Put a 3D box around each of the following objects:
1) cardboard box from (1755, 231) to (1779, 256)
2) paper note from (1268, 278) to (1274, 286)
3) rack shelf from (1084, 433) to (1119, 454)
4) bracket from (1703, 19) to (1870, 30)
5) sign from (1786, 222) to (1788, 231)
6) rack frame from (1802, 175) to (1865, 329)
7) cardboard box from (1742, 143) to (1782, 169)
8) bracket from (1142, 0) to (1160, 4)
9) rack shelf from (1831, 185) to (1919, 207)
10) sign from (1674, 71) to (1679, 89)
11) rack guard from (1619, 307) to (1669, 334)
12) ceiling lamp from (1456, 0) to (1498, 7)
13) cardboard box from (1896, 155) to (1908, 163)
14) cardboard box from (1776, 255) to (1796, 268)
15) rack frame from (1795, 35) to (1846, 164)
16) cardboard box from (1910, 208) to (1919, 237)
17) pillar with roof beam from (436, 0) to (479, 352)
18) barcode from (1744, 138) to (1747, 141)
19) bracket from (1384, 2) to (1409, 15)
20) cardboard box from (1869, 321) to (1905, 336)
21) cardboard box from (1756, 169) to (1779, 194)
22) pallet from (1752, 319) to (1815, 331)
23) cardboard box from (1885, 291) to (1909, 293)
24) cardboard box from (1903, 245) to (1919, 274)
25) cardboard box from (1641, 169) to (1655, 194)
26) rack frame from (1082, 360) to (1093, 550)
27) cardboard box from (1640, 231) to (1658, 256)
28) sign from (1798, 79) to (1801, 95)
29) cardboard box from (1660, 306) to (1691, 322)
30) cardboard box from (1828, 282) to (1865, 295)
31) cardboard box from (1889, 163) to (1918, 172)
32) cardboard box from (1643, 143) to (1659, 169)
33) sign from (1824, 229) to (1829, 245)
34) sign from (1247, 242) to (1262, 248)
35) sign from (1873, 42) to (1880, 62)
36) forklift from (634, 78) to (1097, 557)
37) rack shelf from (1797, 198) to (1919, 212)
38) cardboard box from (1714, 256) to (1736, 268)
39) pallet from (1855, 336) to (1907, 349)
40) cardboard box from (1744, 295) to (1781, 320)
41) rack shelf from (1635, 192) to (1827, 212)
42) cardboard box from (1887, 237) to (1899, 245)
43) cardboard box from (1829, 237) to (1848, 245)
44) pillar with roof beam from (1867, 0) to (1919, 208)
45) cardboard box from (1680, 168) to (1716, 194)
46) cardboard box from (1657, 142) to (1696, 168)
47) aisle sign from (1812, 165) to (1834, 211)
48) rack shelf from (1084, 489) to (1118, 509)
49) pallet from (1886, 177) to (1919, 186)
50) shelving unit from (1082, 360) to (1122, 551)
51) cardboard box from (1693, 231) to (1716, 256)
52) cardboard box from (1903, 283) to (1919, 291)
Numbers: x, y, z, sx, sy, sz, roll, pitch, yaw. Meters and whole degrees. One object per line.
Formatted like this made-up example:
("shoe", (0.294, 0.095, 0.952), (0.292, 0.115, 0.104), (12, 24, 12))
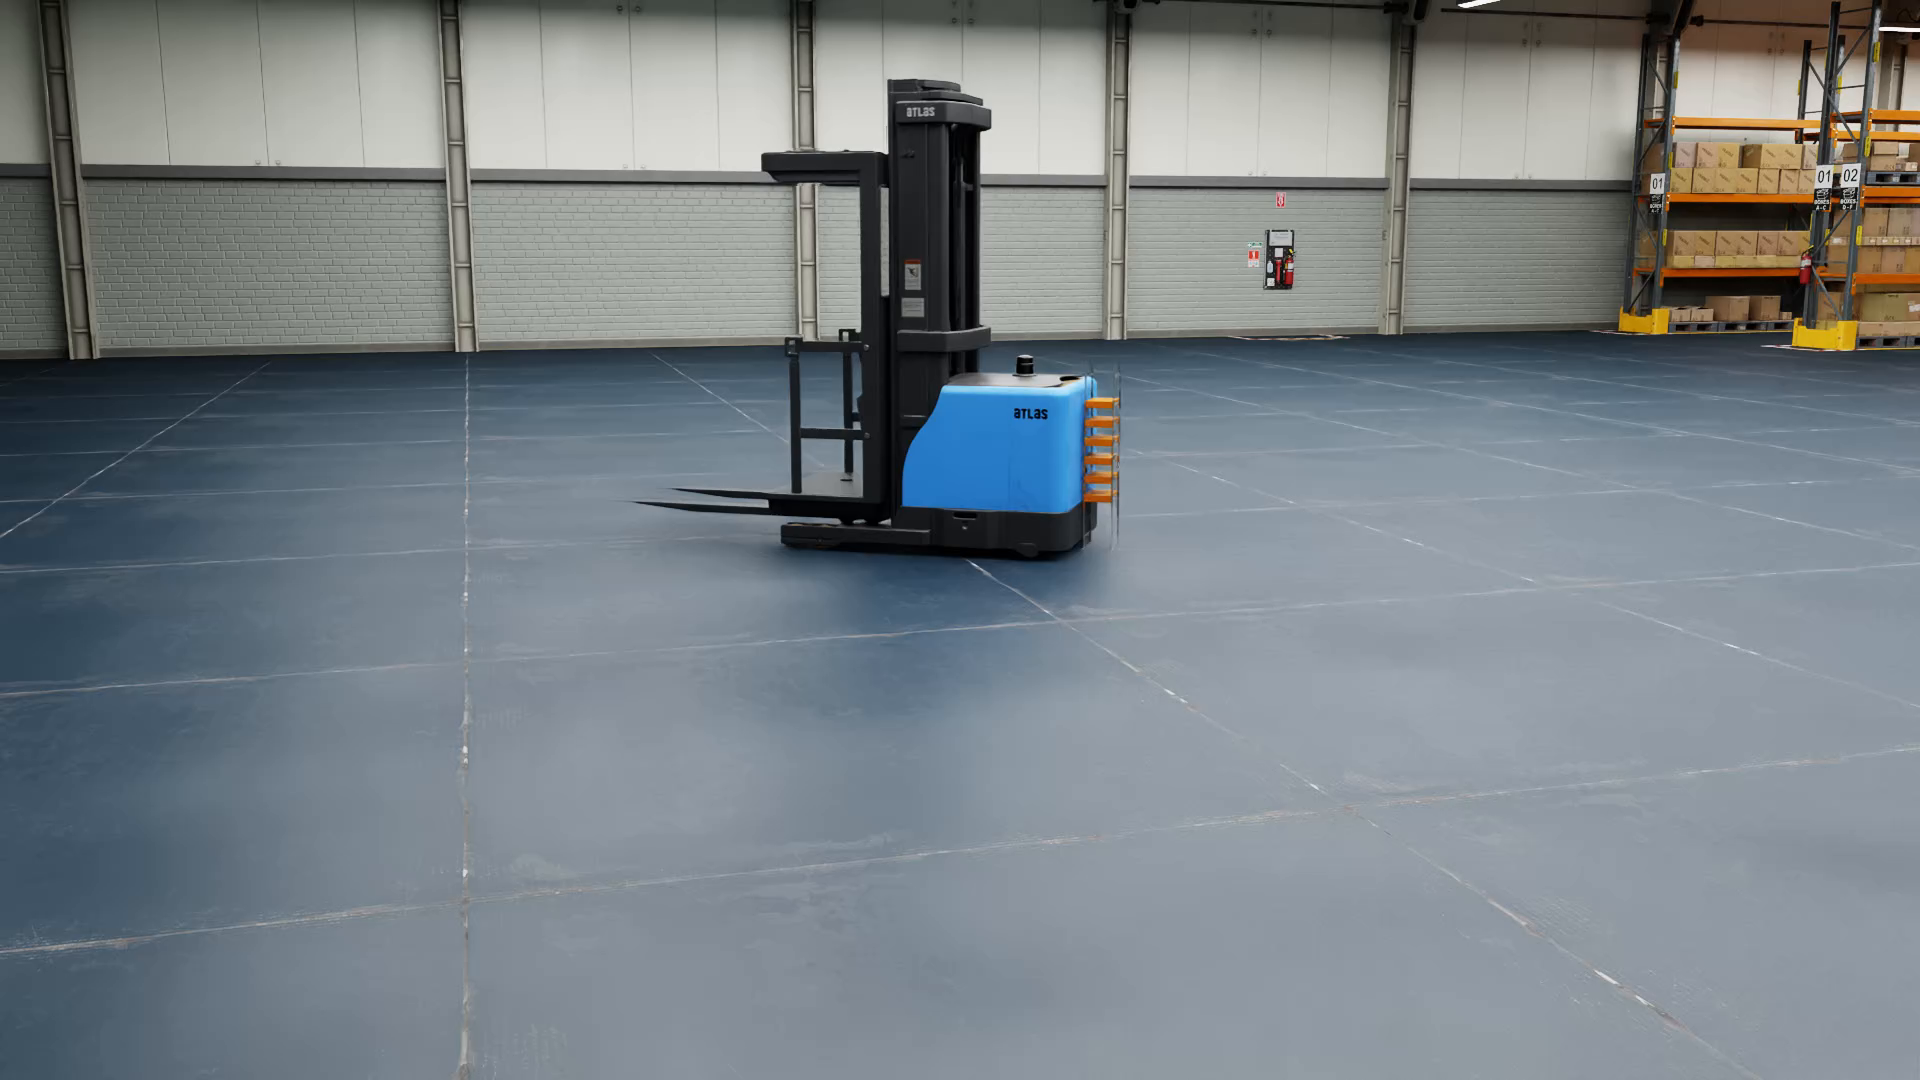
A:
("cardboard box", (16.578, -6.159, 34.505), (0.500, 0.500, 0.500), (-3, 11, -18))
("paper note", (6.166, -5.113, 32.967), (0.142, 0.148, 0.016), (-3, 11, -16))
("rack shelf", (0.912, -0.616, 10.663), (0.180, 0.103, 0.258), (3, 11, 16))
("bracket", (17.471, -10.775, 34.781), (4.783, 0.066, 0.076), (-3, 11, -16))
("sign", (17.751, -6.647, 35.672), (0.005, 0.325, 0.100), (-3, 11, -16))
("rack frame", (15.457, -4.918, 29.477), (0.127, 3.000, 1.000), (-3, 11, -16))
("cardboard box", (16.483, -7.877, 34.173), (0.500, 0.500, 0.500), (-3, 11, -18))
("bracket", (3.475, -10.038, 30.774), (0.430, 0.232, 0.235), (-3, 11, -16))
("rack shelf", (17.378, -6.141, 29.821), (4.000, 0.370, 1.077), (-3, 11, -16))
("sign", (14.221, -9.134, 33.007), (0.005, 0.325, 0.100), (-3, 11, -16))
("rack guard", (14.142, -4.554, 34.401), (0.348, 0.500, 1.175), (-3, 11, -16))
("ceiling lamp", (8.708, -10.546, 27.352), (0.800, 3.185, 2.000), (-3, 11, -16))
("cardboard box", (17.023, -6.757, 29.882), (0.500, 0.311, 0.500), (-2, 11, -9))
("cardboard box", (17.059, -5.817, 34.720), (0.500, 0.250, 0.500), (-3, 11, -16))
("rack frame", (17.910, -8.932, 34.710), (0.127, 3.000, 1.000), (-3, 11, -16))
("cardboard box", (16.947, -5.683, 29.771), (0.500, 0.500, 0.700), (-3, 11, -16))
("pillar with roof beam", (-7.341, -6.953, 23.958), (0.400, 9.000, 9.100), (-3, 11, -16))
("barcode", (16.455, -8.396, 34.834), (0.075, 0.075, 0.001), (-3, 11, -16))
("bracket", (8.439, -10.299, 32.196), (0.430, 0.232, 0.235), (-3, 11, -16))
("cardboard box", (16.513, -3.787, 29.767), (0.500, 0.250, 0.500), (-3, 11, -16))
("cardboard box", (16.483, -7.389, 34.284), (0.500, 0.500, 0.500), (-3, 11, -18))
("pallet", (17.275, -4.570, 35.288), (1.213, 0.211, 1.003), (-3, 11, -16))
("cardboard box", (17.326, -4.298, 30.474), (0.500, 0.500, 0.500), (-3, 11, -16))
("cardboard box", (16.890, -5.040, 29.864), (0.500, 0.500, 0.700), (-3, 11, -16))
("cardboard box", (14.399, -7.379, 34.225), (0.500, 0.500, 0.500), (-2, 11, -12))
("rack frame", (0.824, -0.547, 10.702), (0.006, 1.200, 0.240), (3, 11, 16))
("cardboard box", (14.462, -6.145, 34.428), (0.500, 0.500, 0.500), (-3, 11, -17))
("sign", (17.749, -9.565, 35.134), (0.005, 0.325, 0.100), (-3, 11, -16))
("cardboard box", (14.759, -4.693, 34.463), (0.500, 0.311, 0.500), (-4, 11, -22))
("cardboard box", (19.034, -5.400, 35.714), (0.500, 0.250, 0.500), (-3, 11, -17))
("cardboard box", (16.636, -6.574, 29.335), (0.250, 0.149, 0.380), (-3, 11, -16))
("cardboard box", (14.410, -7.872, 34.146), (0.500, 0.500, 0.500), (-3, 11, -13))
("sign", (18.069, -6.313, 34.665), (0.005, 0.325, 0.100), (-3, 11, -16))
("sign", (5.802, -5.810, 32.758), (0.331, 0.109, 0.001), (-3, 11, -16))
("sign", (15.606, -8.309, 28.309), (0.005, 0.325, 0.100), (-3, 11, -16))
("forklift", (-0.657, -1.462, 10.893), (3.031, 2.935, 1.130), (3, 11, 16))
("rack shelf", (19.830, -7.204, 35.597), (4.000, 0.370, 1.077), (-3, 11, -16))
("cardboard box", (15.612, -5.738, 34.291), (0.500, 0.250, 0.500), (-3, 11, -17))
("pallet", (16.180, -3.593, 29.980), (1.213, 0.211, 1.003), (-3, 11, -16))
("cardboard box", (16.924, -4.909, 35.117), (0.500, 0.500, 0.500), (-4, 11, -20))
("rack shelf", (15.989, -7.002, 34.497), (4.000, 0.370, 1.077), (-3, 11, -16))
("cardboard box", (16.387, -5.295, 29.456), (0.250, 0.149, 0.380), (-3, 11, -16))
("cardboard box", (15.771, -5.339, 29.695), (0.250, 0.149, 0.380), (-3, 11, -17))
("pillar with roof beam", (21.464, -8.471, 32.204), (0.548, 9.000, 9.100), (-3, 11, -16))
("cardboard box", (14.986, -7.308, 33.841), (0.500, 0.500, 0.500), (-2, 11, -12))
("cardboard box", (14.507, -7.782, 33.658), (0.500, 0.500, 0.500), (-4, 11, -20))
("aisle sign", (15.312, -6.244, 29.501), (0.004, 0.787, 0.394), (-3, 11, -16))
("rack shelf", (0.912, -0.262, 10.729), (0.180, 0.103, 0.258), (3, 11, 16))
("pallet", (17.317, -6.444, 29.723), (1.213, 0.211, 1.003), (-3, 11, -16))
("shelving unit", (0.912, -0.542, 10.677), (0.189, 1.200, 0.258), (3, 11, 16))
("cardboard box", (15.089, -6.079, 34.072), (0.500, 0.500, 0.500), (-3, 11, -16))
("cardboard box", (20.509, -5.476, 36.127), (0.500, 0.250, 0.500), (-3, 11, -15))
